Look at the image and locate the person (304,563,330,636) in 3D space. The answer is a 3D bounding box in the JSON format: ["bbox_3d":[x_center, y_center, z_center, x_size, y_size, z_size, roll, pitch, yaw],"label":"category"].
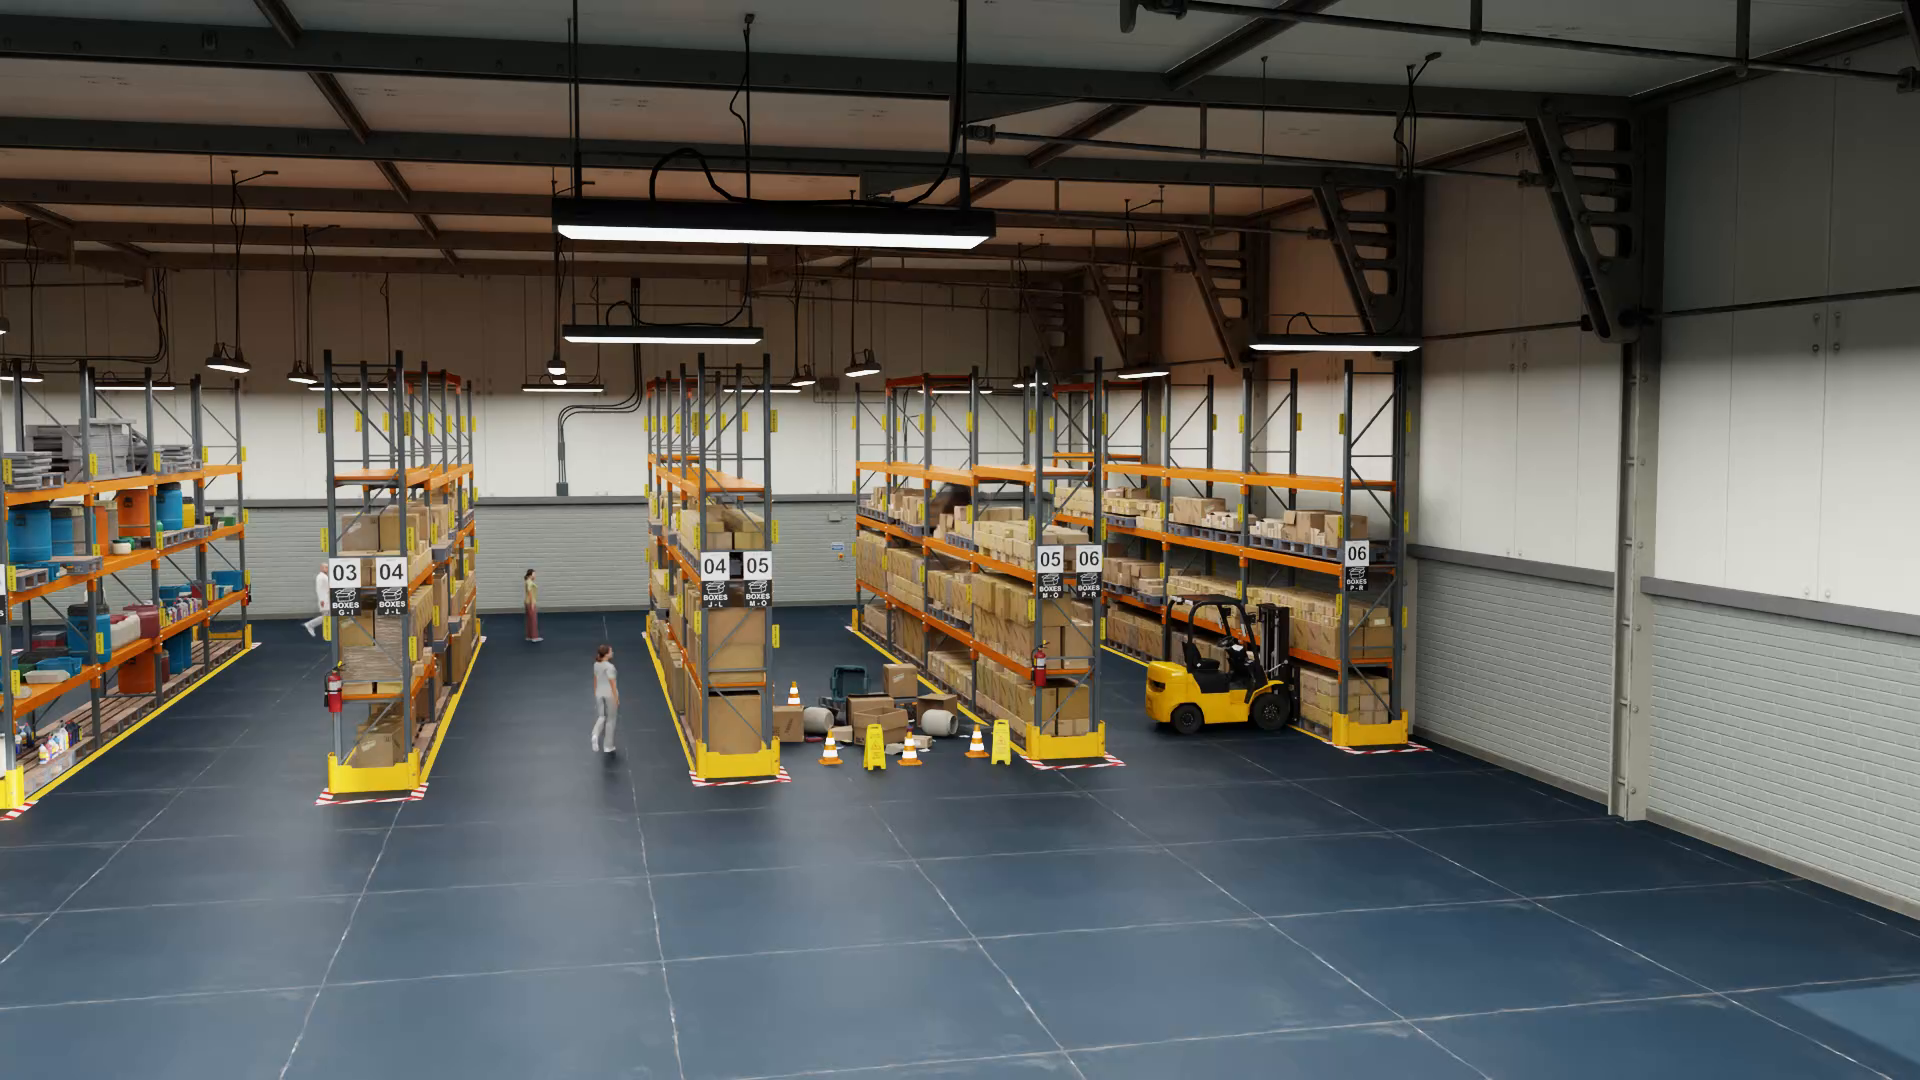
[{"bbox_3d":[-14.910,1.406,38.899,0.790,1.747,0.608,-1,4,-14],"label":"person"}]

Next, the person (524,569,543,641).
[{"bbox_3d":[-9.818,1.491,38.280,0.411,1.676,0.501,-2,4,-21],"label":"person"}]

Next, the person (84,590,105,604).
[{"bbox_3d":[-19.091,1.626,36.745,0.426,1.637,0.920,-1,4,-18],"label":"person"}]

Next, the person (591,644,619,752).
[{"bbox_3d":[-5.398,2.401,25.236,0.442,1.662,0.523,1,4,20],"label":"person"}]
